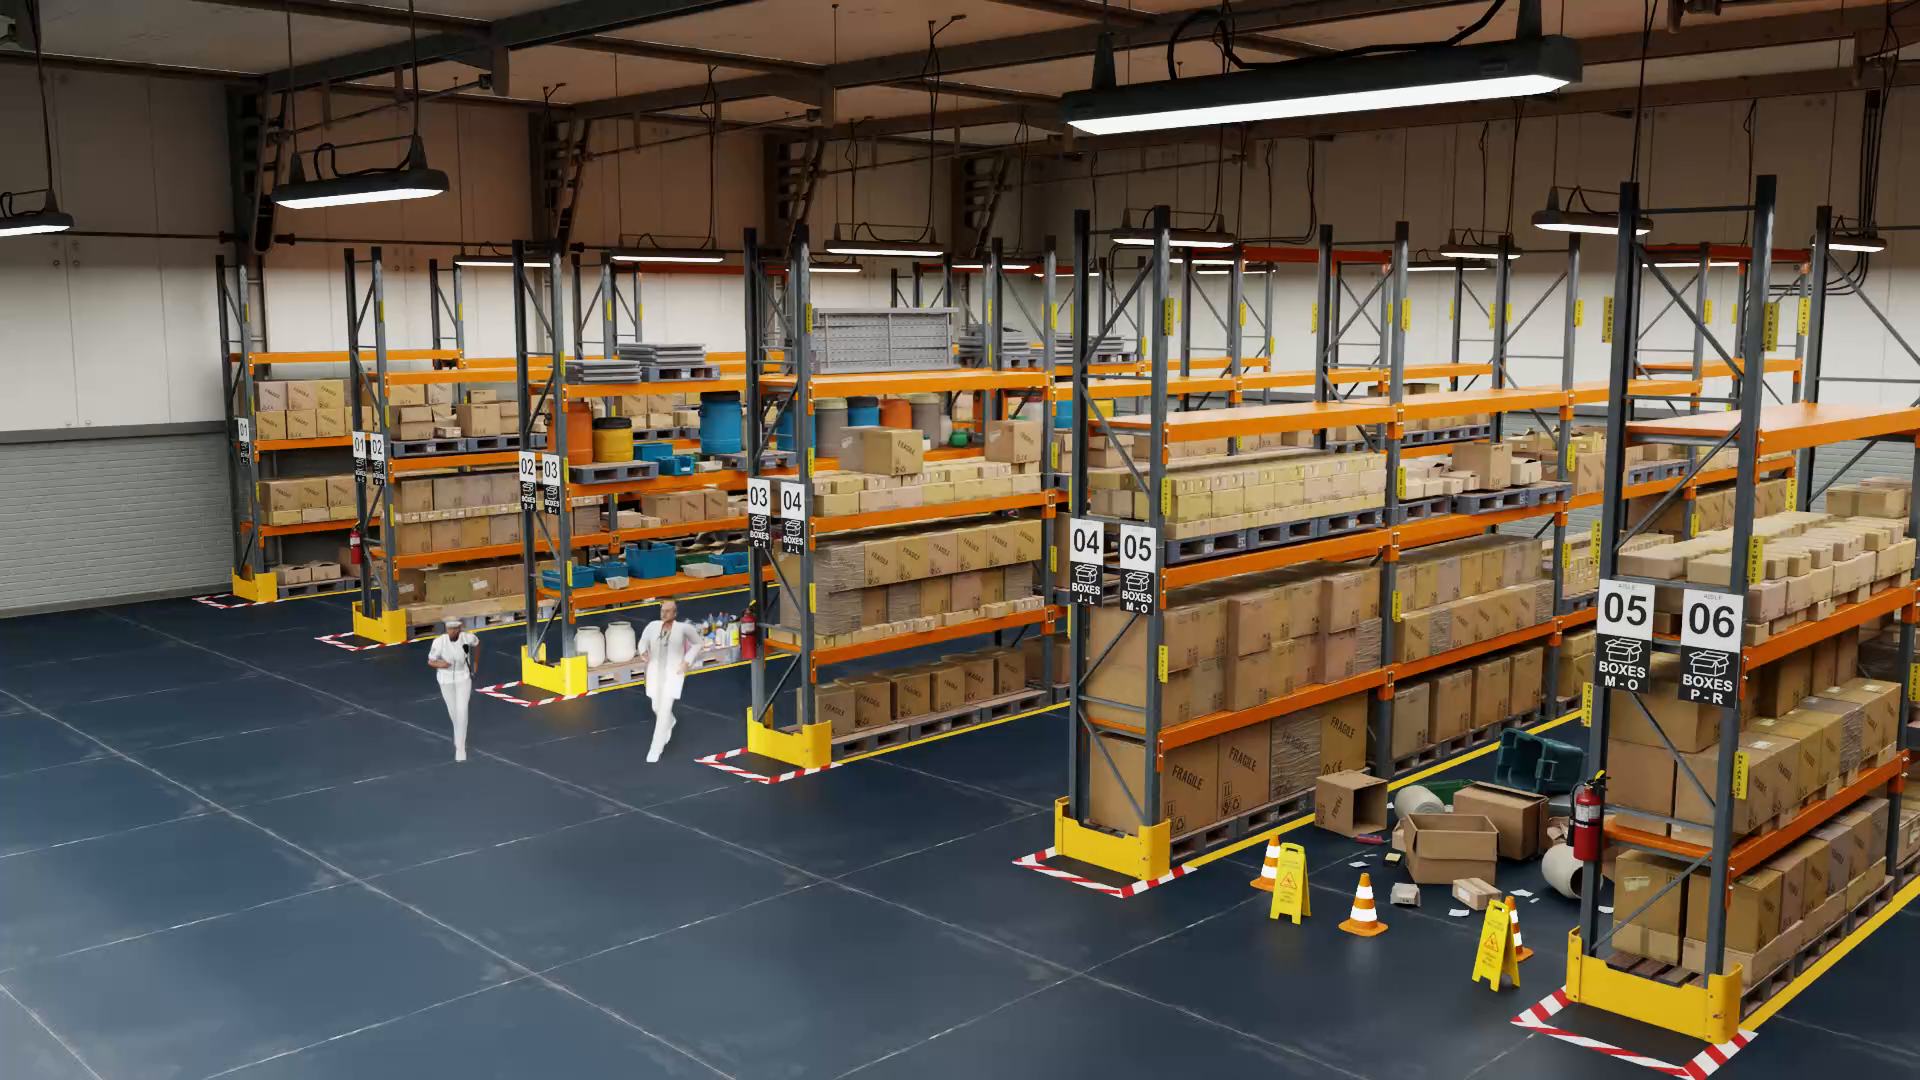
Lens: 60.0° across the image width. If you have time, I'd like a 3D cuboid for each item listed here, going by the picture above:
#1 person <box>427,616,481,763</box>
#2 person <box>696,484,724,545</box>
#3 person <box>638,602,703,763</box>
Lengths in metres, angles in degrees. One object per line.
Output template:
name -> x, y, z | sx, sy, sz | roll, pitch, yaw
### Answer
person -> -5.809, 1.650, 19.176 | 0.573, 1.698, 0.932 | -2, 8, -11
person -> -4.804, -0.290, 32.374 | 0.681, 1.779, 0.821 | 8, 11, 44
person -> -3.352, 1.583, 19.162 | 0.718, 1.795, 0.975 | 2, 8, 13
